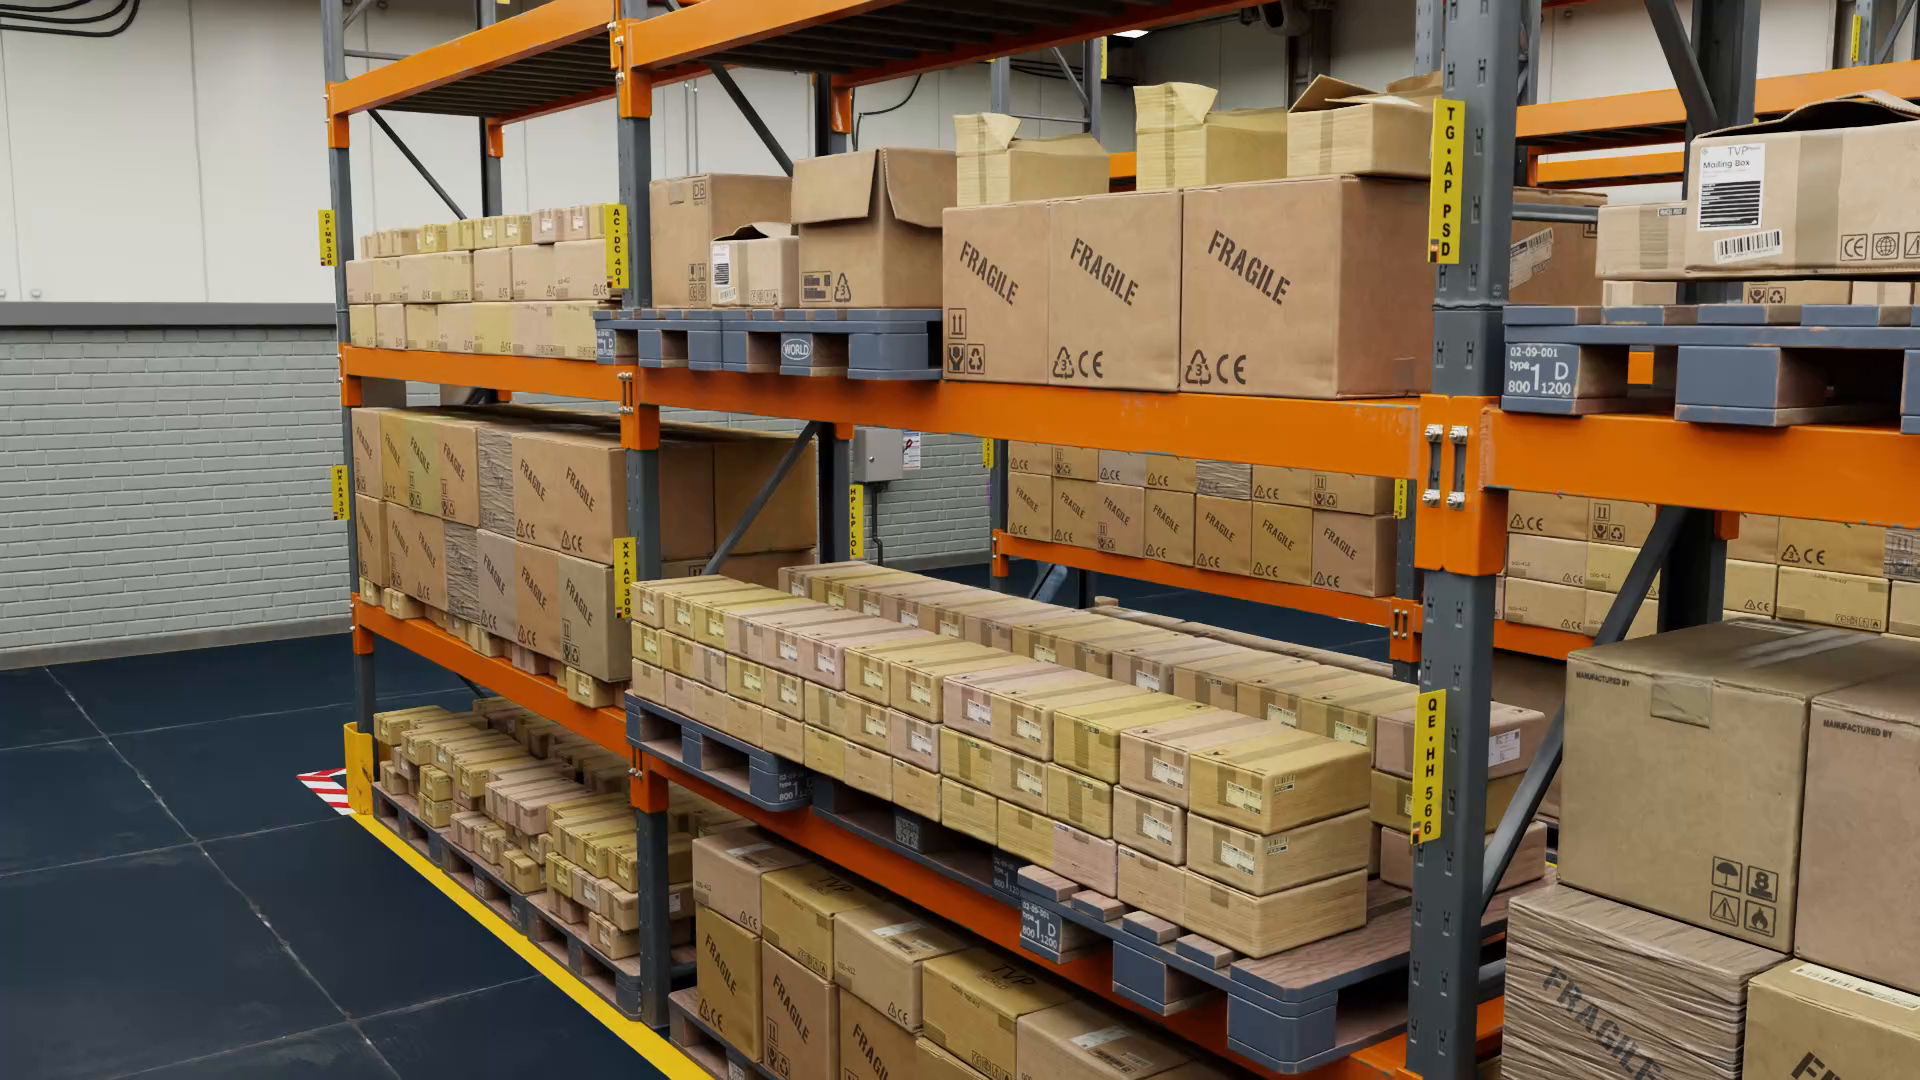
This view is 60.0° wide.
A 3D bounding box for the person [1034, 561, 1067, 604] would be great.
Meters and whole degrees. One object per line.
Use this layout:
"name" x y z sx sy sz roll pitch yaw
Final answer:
"person" 0.839 -0.029 15.850 0.439 1.772 0.601 2 8 16
